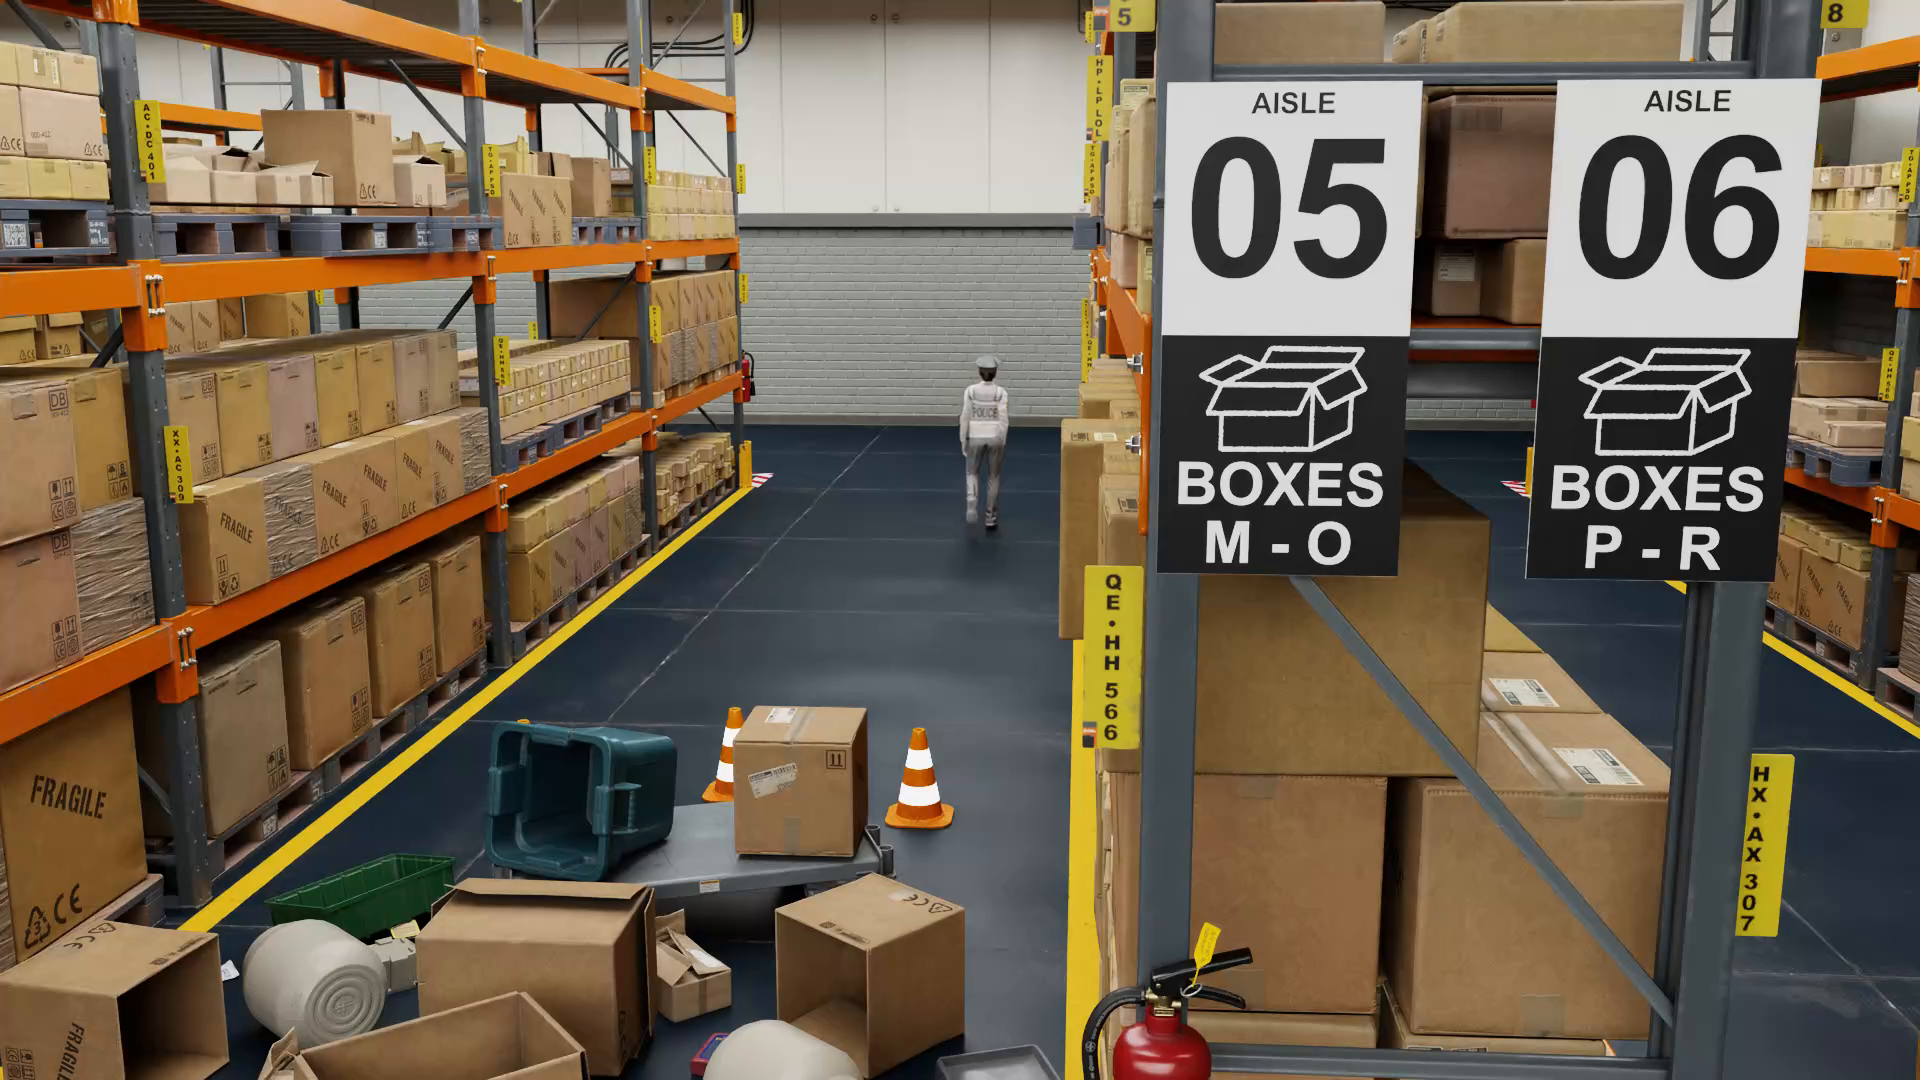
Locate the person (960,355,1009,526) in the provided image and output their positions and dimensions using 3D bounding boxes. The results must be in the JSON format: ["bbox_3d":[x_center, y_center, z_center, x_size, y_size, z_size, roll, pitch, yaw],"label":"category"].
[{"bbox_3d":[0.232,-0.948,16.197,0.483,1.679,0.543,1,11,5],"label":"person"}]
